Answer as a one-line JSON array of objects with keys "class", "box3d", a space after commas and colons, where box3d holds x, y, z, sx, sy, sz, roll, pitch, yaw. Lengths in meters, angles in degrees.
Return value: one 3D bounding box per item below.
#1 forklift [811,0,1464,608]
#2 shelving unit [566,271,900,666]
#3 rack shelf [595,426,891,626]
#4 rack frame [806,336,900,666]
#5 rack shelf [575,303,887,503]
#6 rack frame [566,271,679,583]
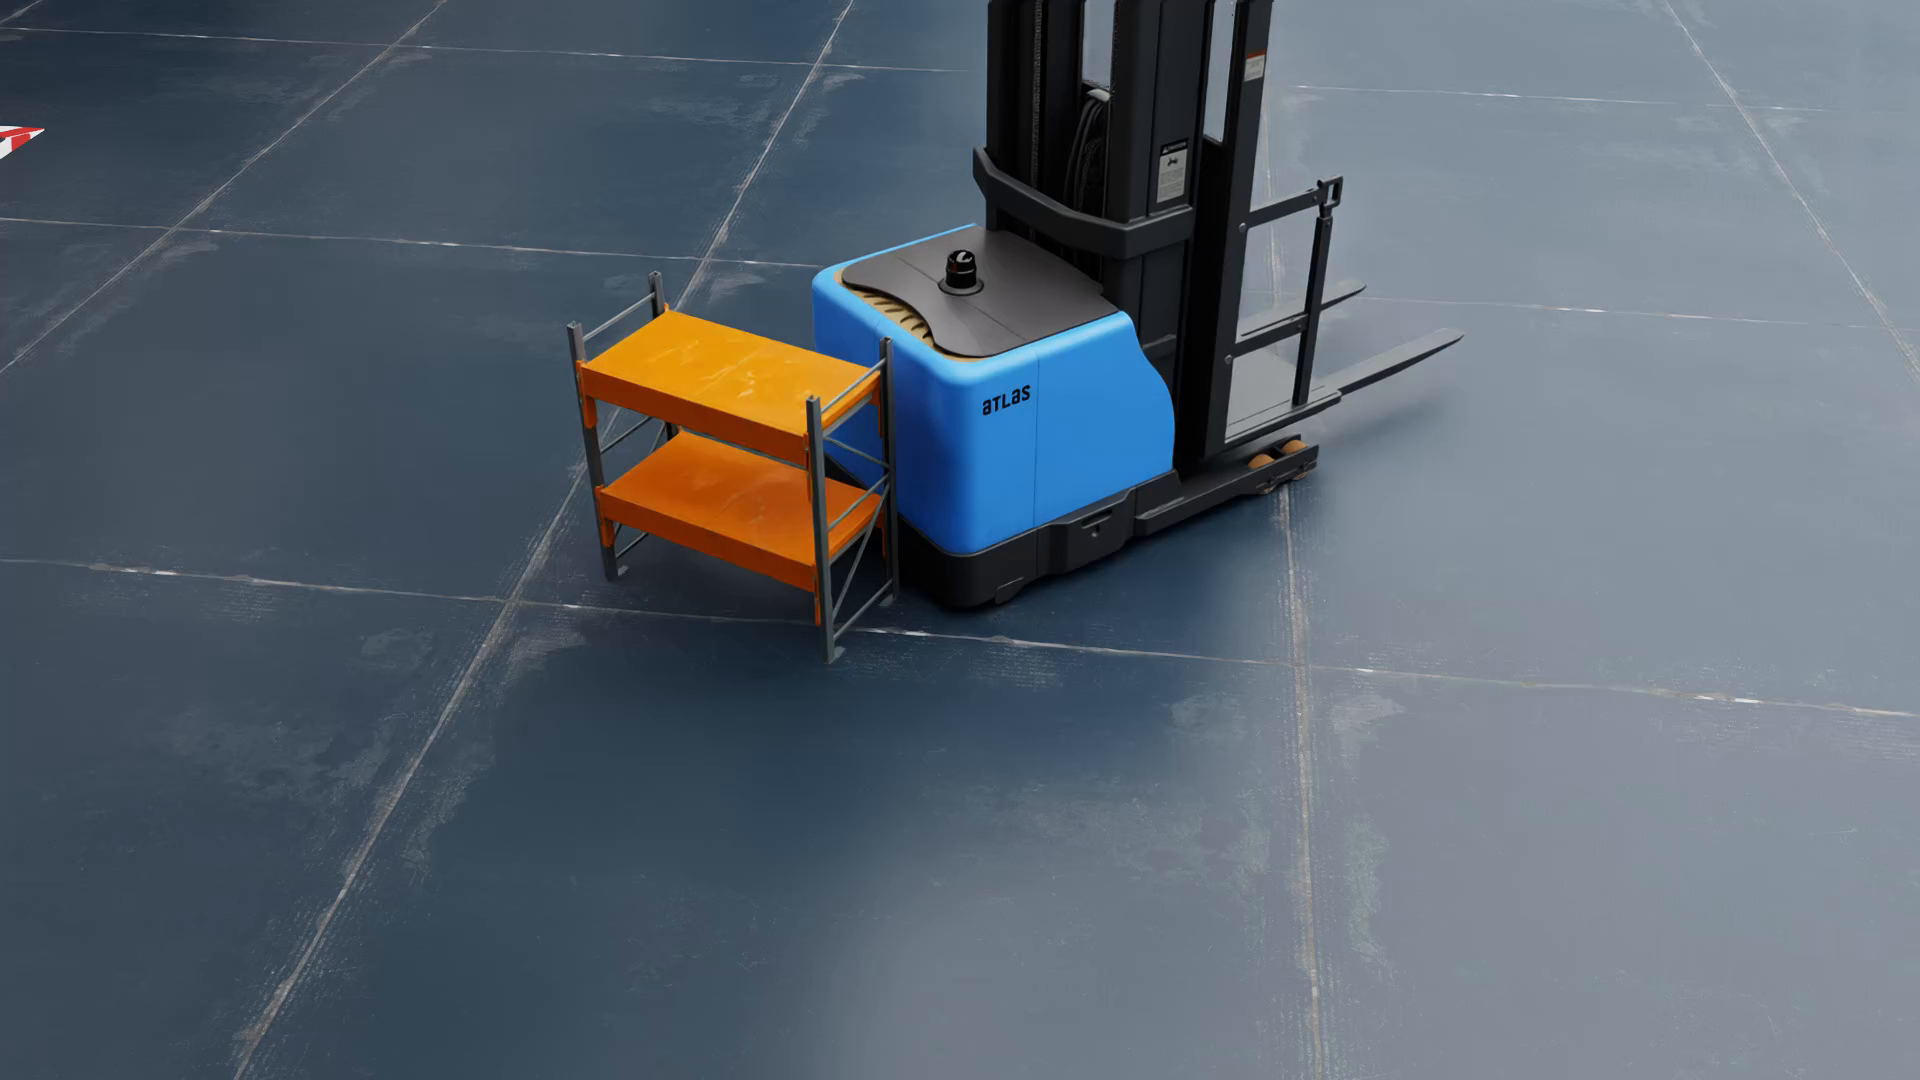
[{"class": "forklift", "box3d": [0.913, -1.613, 6.488, 3.031, 2.935, 1.130, -23, 41, -28]}, {"class": "shelving unit", "box3d": [-0.812, -0.273, 6.164, 1.048, 1.125, 0.538, 18, 39, 24]}, {"class": "rack shelf", "box3d": [-0.812, -0.074, 6.306, 1.000, 0.278, 0.538, 18, 39, 24]}, {"class": "rack frame", "box3d": [-0.371, -0.126, 5.958, 0.032, 1.125, 0.500, 18, 39, 24]}, {"class": "rack shelf", "box3d": [-0.812, -0.511, 5.994, 1.000, 0.278, 0.538, 18, 39, 24]}, {"class": "rack frame", "box3d": [-1.254, -0.419, 6.369, 0.032, 1.125, 0.500, 18, 39, 24]}]
